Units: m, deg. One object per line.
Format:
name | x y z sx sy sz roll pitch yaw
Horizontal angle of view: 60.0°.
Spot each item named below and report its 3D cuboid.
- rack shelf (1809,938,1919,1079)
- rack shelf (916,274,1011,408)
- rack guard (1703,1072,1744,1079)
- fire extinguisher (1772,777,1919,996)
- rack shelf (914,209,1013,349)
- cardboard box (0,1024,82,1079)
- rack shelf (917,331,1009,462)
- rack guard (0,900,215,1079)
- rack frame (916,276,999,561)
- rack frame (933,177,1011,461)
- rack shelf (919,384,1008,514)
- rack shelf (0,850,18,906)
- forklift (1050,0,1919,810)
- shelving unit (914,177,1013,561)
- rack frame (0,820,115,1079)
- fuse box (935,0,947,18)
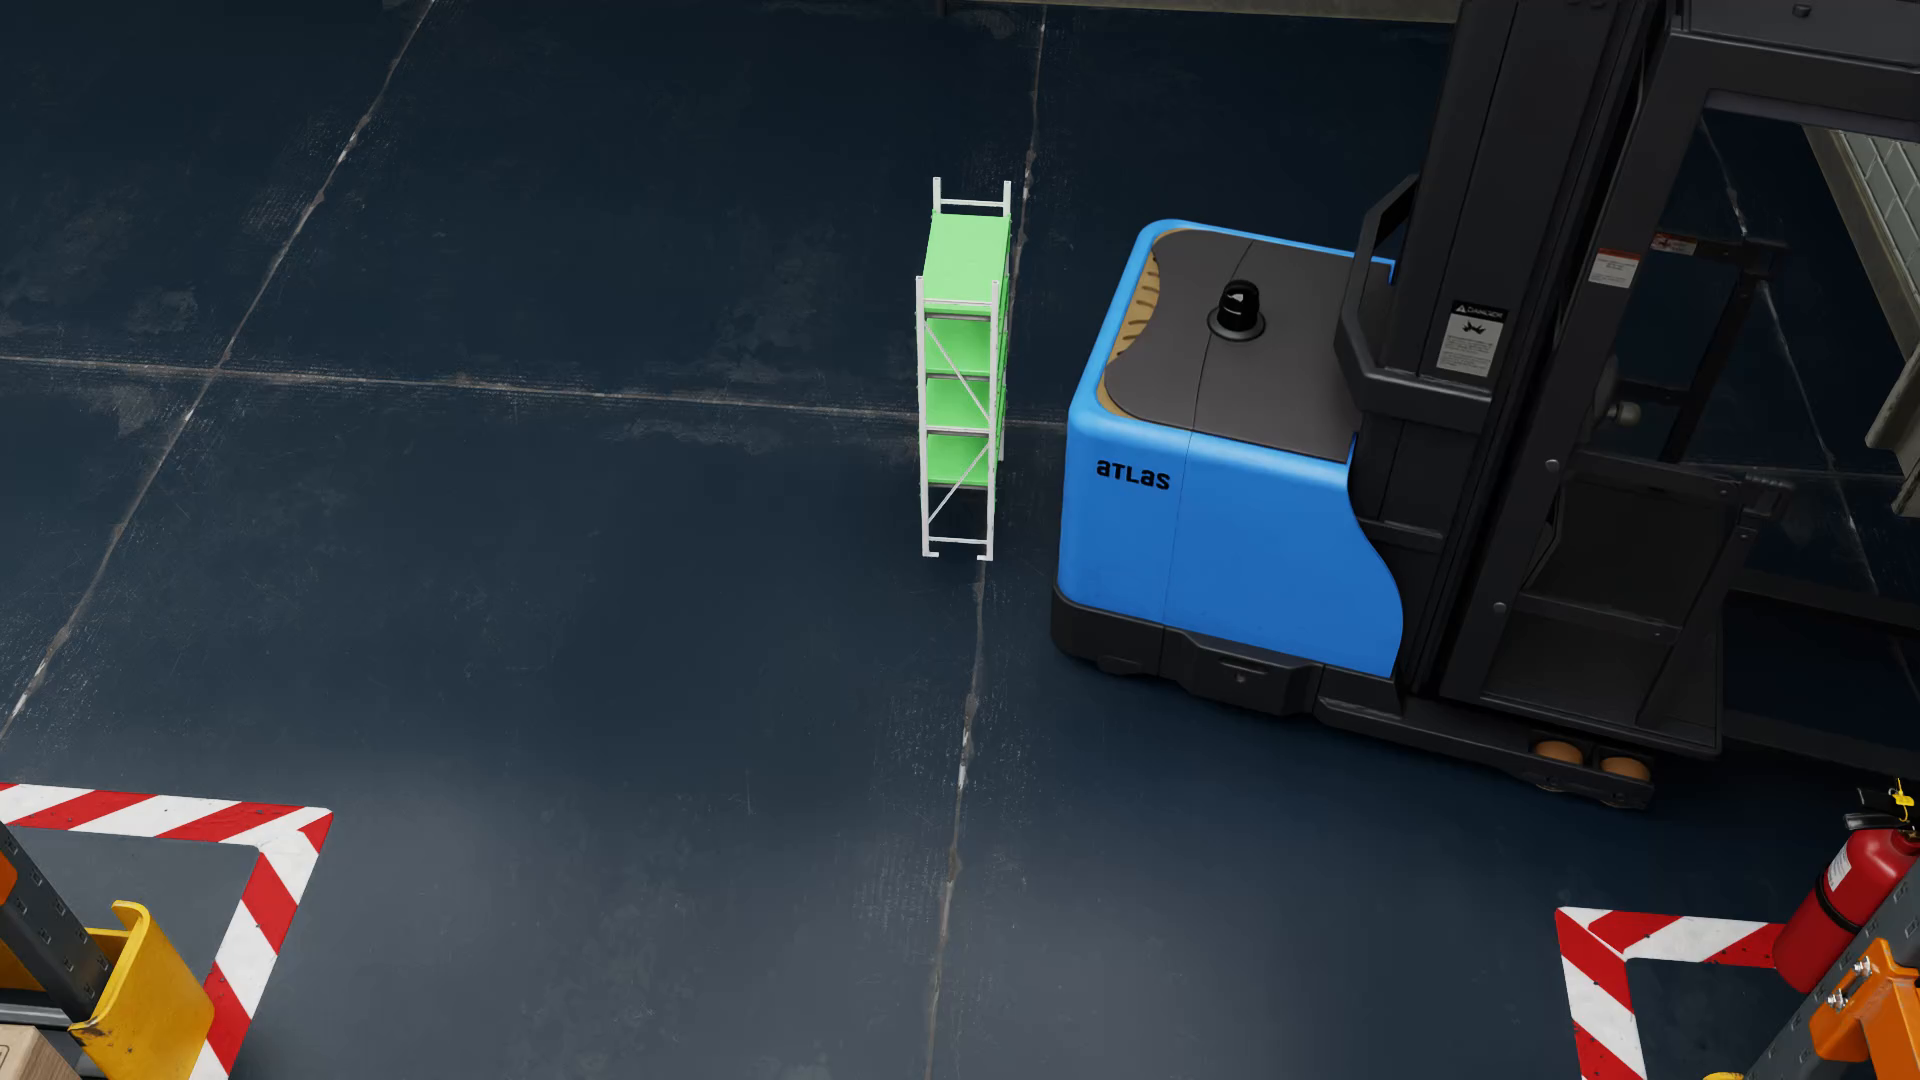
rack shelf | 2.124 2.400 2.010 1.077 0.370 4.000 4 48 4
rack shelf | 0.015 -0.645 5.289 0.258 0.148 0.480 4 48 4
rack guard | 2.299 1.587 3.960 1.175 0.500 0.348 4 48 4
fire extinguisher | 1.859 0.700 3.382 0.296 0.674 0.183 4 48 4
rack shelf | 0.015 -0.807 5.111 0.258 0.148 0.480 4 48 4
cardboard box | -2.598 1.571 3.732 0.875 0.438 0.875 2 48 2
rack shelf | 0.015 -0.483 5.466 0.258 0.148 0.480 4 48 4
rack guard | -2.635 1.182 4.330 1.175 0.500 0.348 4 48 4
rack frame | -0.007 -0.347 5.255 0.240 1.200 0.015 4 48 4
rack frame | 0.037 -0.706 5.583 0.240 1.200 0.015 4 48 4
rack shelf | 0.015 -0.321 5.643 0.258 0.148 0.480 4 48 4
rack shelf | -2.820 2.069 2.313 1.077 0.370 4.000 4 48 4
forklift | 1.866 -0.624 4.335 3.031 2.935 1.130 13 49 12
shelving unit | 0.015 -0.527 5.419 0.258 1.200 0.503 4 48 4
rack frame | -2.637 0.356 3.391 1.000 3.000 0.127 4 48 4
fuse box | -0.068 -3.106 7.431 0.539 1.711 0.414 4 48 4
